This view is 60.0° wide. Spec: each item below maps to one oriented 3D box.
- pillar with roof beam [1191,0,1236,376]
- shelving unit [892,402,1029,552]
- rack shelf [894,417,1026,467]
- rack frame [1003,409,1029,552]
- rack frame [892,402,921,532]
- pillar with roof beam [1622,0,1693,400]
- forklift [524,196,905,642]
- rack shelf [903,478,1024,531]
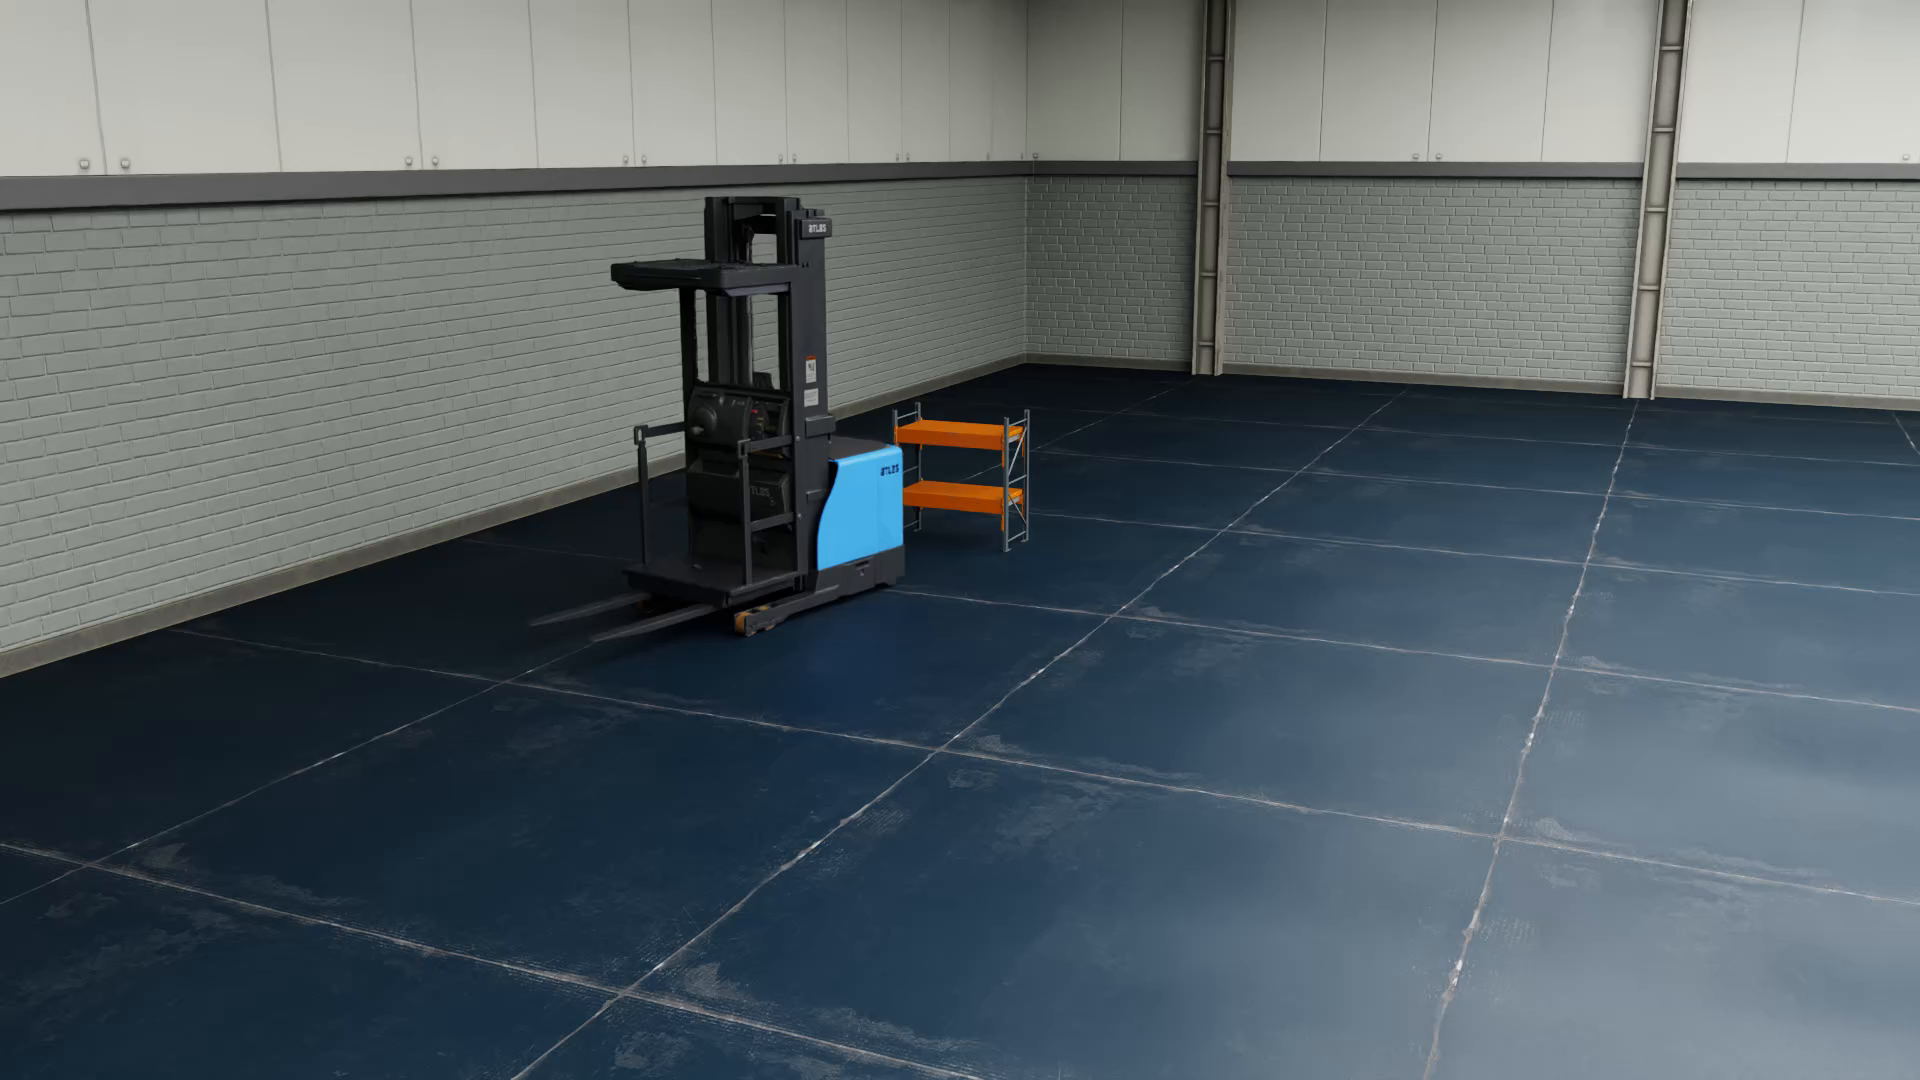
[{"bbox_3d":[1.949,-5.968,19.989,0.400,9.000,9.100,6,14,23],"label":"pillar with roof beam"},{"bbox_3d":[0.006,-0.547,14.124,1.048,1.125,0.538,6,14,23],"label":"shelving unit"},{"bbox_3d":[0.006,-0.832,14.057,1.000,0.278,0.538,6,14,23],"label":"rack shelf"},{"bbox_3d":[0.471,-0.500,13.923,0.032,1.125,0.500,6,14,23],"label":"rack frame"},{"bbox_3d":[-0.459,-0.594,14.324,0.032,1.125,0.500,6,14,23],"label":"rack frame"},{"bbox_3d":[7.435,-5.413,17.623,0.400,9.000,9.100,6,14,23],"label":"pillar with roof beam"},{"bbox_3d":[-1.699,-0.891,11.635,1.130,2.935,3.031,10,16,35],"label":"forklift"},{"bbox_3d":[0.006,-0.309,14.180,1.000,0.278,0.538,6,14,23],"label":"rack shelf"}]
